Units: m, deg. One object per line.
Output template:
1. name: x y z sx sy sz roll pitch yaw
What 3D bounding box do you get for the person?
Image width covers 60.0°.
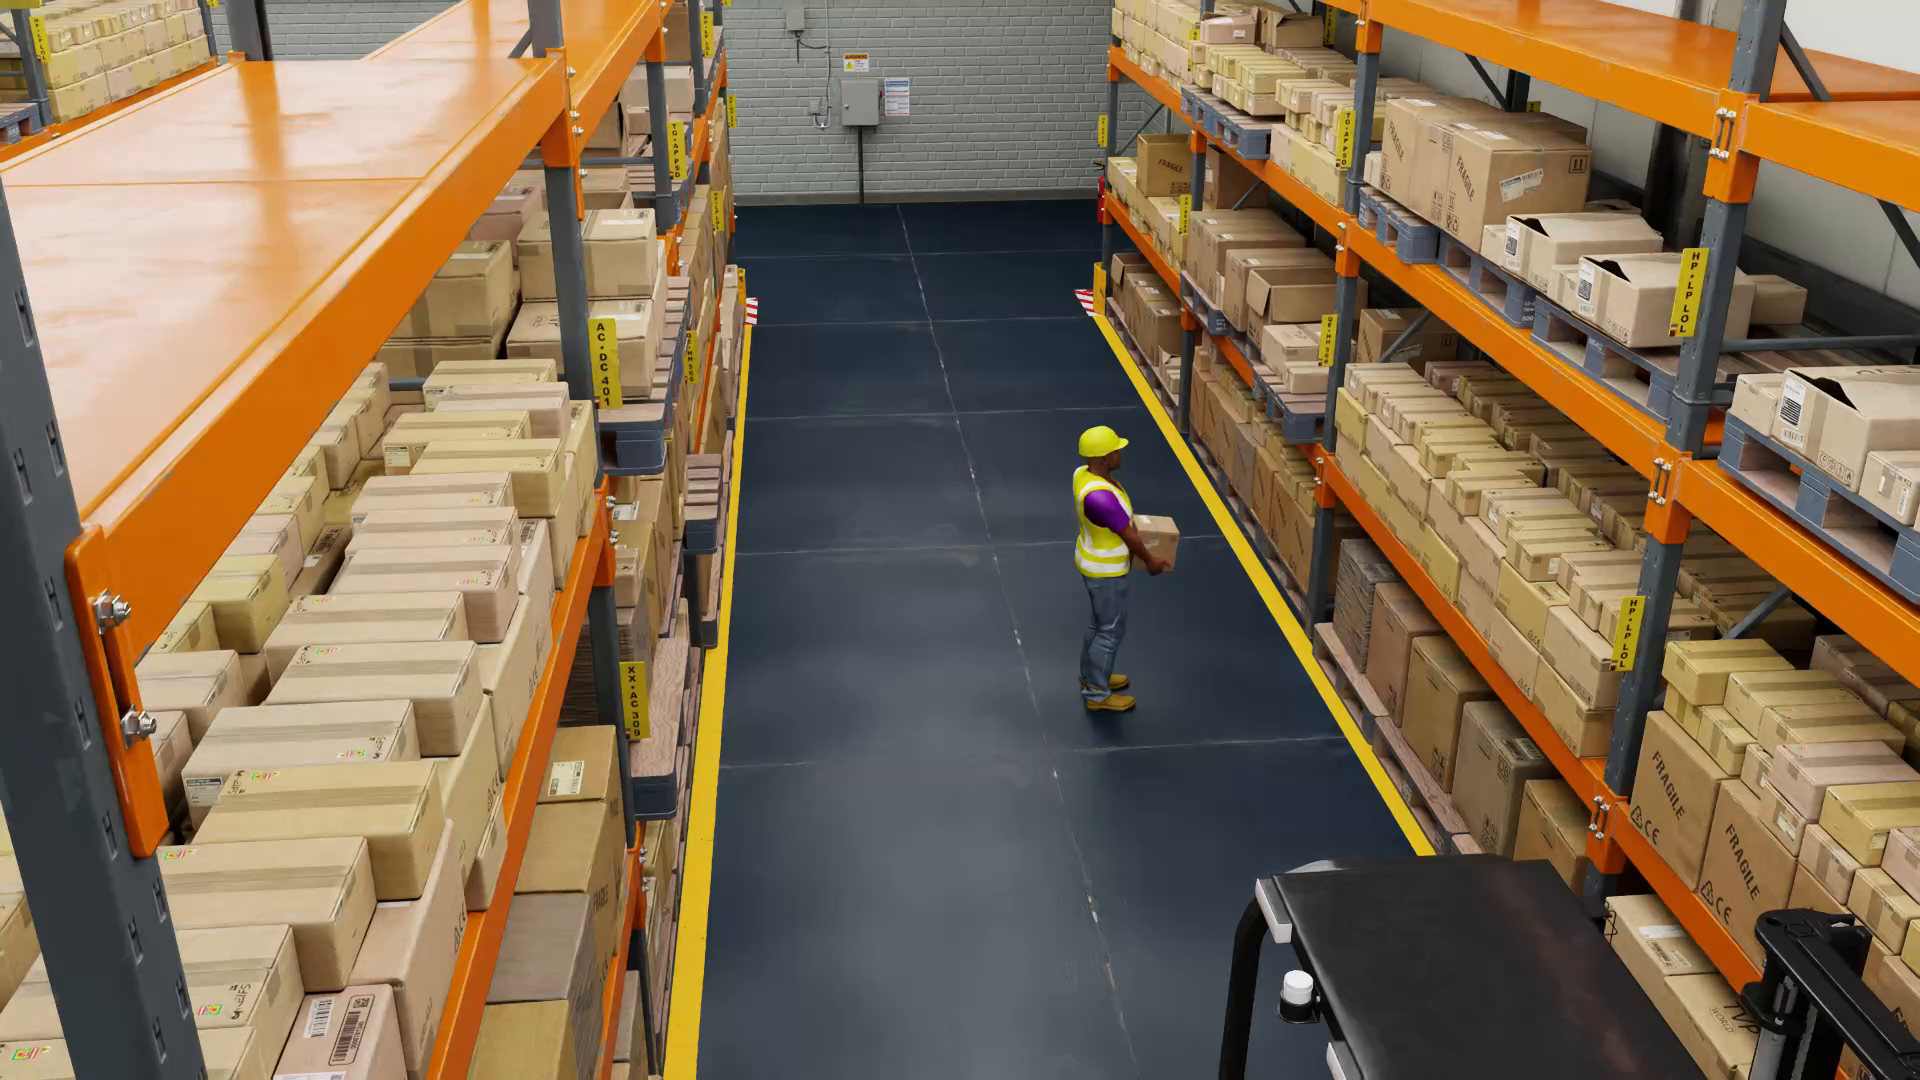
1. person: 0.956 0.154 9.949 0.574 1.760 0.504 -2 24 -4
